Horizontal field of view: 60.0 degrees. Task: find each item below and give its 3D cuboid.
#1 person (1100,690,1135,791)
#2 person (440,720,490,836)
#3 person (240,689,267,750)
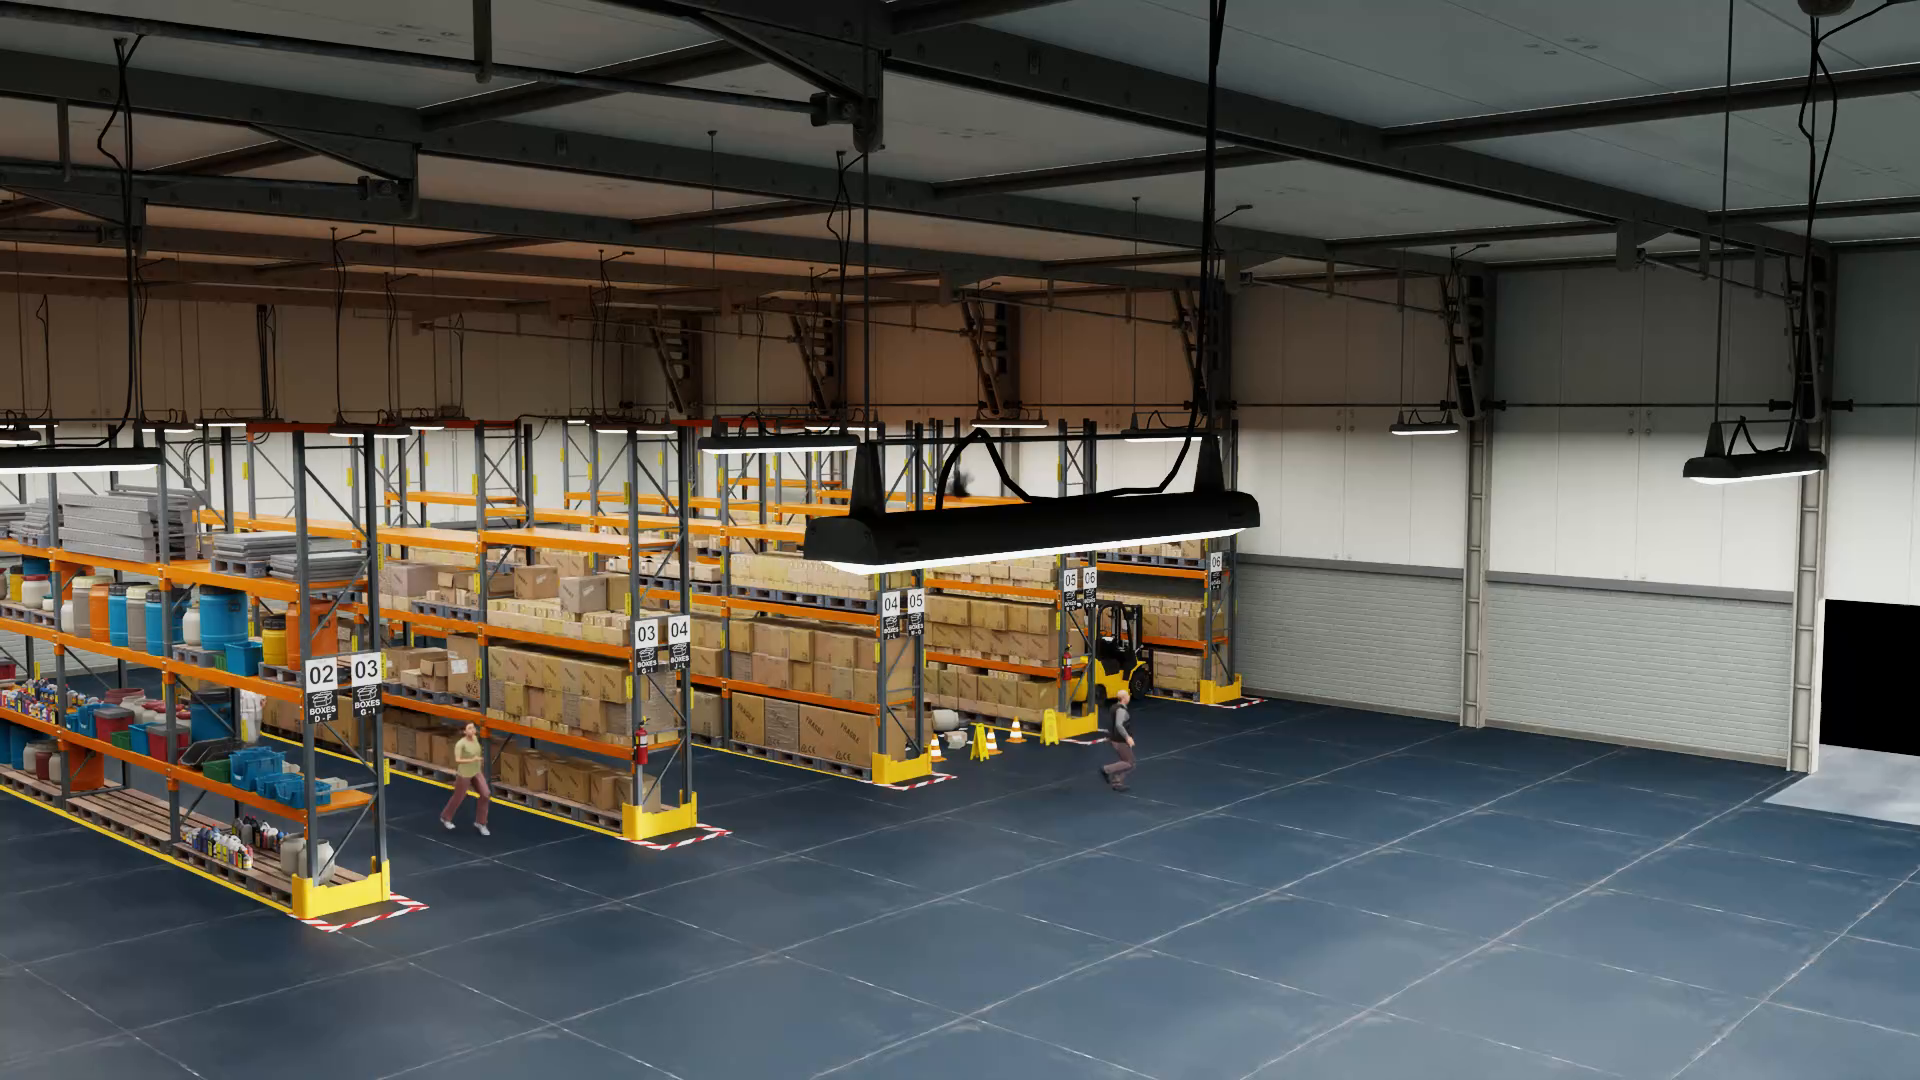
[{"bbox_3d":[2.580,3.282,27.206,0.616,1.674,0.651,-1,5,-6],"label":"person"},{"bbox_3d":[-7.292,3.494,24.549,0.871,1.709,0.581,3,6,33],"label":"person"},{"bbox_3d":[-12.275,3.109,28.758,0.730,1.818,0.634,3,5,31],"label":"person"}]
